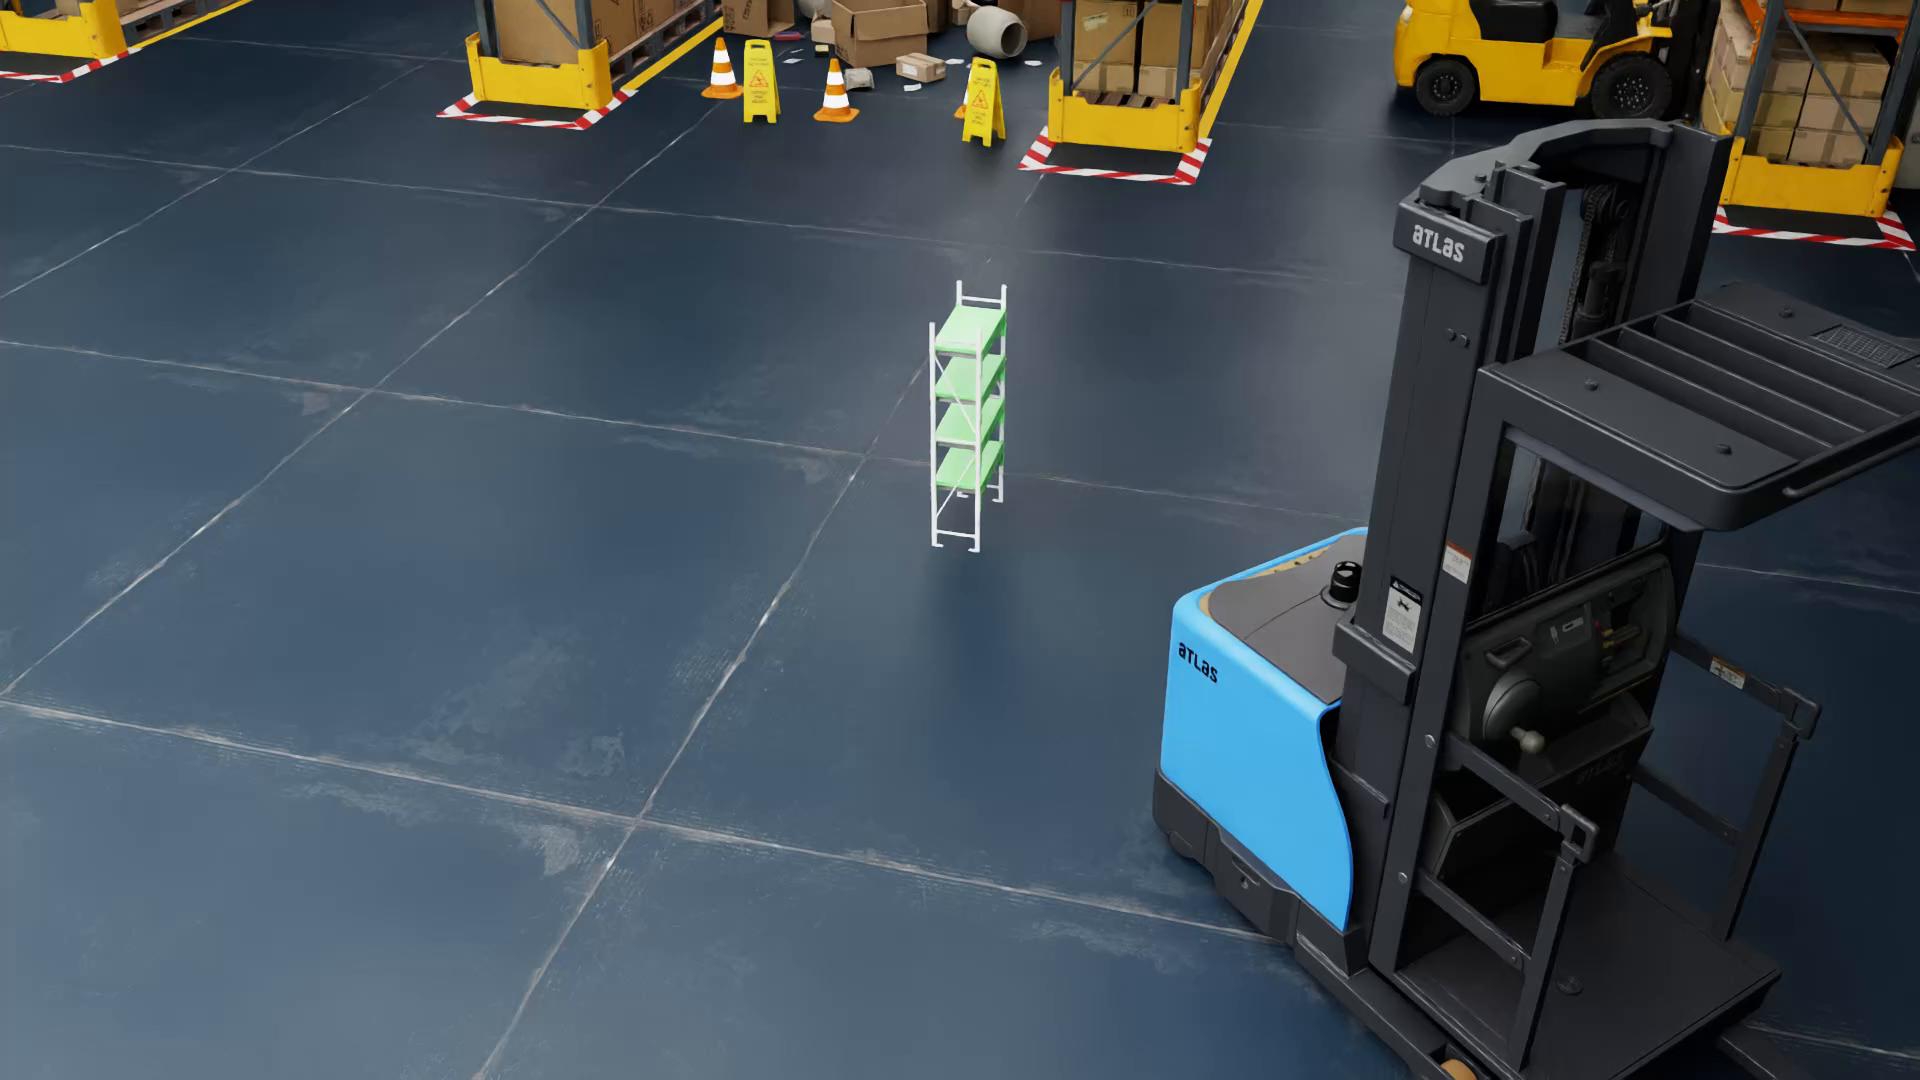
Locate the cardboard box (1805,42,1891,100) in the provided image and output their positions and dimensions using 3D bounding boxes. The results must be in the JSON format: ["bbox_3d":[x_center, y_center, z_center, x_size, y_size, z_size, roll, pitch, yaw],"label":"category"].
[{"bbox_3d":[6.384,-3.402,12.046,0.500,0.250,0.500,8,33,12],"label":"cardboard box"}]

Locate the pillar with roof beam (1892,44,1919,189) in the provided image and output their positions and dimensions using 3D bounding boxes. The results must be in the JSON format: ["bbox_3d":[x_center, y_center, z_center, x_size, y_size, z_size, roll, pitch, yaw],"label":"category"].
[{"bbox_3d":[2.963,-7.096,11.025,9.100,9.000,0.400,8,33,12],"label":"pillar with roof beam"}]

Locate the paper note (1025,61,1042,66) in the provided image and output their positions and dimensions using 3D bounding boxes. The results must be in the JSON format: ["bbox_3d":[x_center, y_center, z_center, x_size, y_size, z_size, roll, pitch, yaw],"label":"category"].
[{"bbox_3d":[0.664,-4.307,14.996,0.142,0.019,0.148,-3,33,-4],"label":"paper note"}]

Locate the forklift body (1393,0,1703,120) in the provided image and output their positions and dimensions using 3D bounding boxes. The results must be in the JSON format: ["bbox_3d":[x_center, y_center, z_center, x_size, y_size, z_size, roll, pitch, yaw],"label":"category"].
[{"bbox_3d":[4.795,-4.614,13.503,2.313,2.155,1.214,8,33,12],"label":"forklift body"}]

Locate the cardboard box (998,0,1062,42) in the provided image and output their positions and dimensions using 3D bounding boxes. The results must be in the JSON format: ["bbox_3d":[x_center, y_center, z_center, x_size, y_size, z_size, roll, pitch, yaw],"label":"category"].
[{"bbox_3d":[0.704,-5.065,15.749,0.500,0.500,0.500,-21,38,-29],"label":"cardboard box"}]

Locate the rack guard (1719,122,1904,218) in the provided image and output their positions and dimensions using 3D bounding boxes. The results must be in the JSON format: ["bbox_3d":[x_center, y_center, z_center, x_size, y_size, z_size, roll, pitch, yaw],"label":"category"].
[{"bbox_3d":[6.073,-2.673,11.988,1.175,0.500,0.348,8,33,12],"label":"rack guard"}]

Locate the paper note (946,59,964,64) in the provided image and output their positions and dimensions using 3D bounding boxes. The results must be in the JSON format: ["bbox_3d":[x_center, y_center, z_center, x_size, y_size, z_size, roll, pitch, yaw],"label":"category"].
[{"bbox_3d":[-0.048,-4.338,15.056,0.148,0.019,0.142,20,38,29],"label":"paper note"}]

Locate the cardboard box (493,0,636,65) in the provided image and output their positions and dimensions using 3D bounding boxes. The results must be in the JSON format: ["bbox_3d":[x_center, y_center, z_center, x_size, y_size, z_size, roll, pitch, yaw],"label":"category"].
[{"bbox_3d":[-3.429,-4.677,14.400,0.875,0.875,0.875,8,33,13],"label":"cardboard box"}]

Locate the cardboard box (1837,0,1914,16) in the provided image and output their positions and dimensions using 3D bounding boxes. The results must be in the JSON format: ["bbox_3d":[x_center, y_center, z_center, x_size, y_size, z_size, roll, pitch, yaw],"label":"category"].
[{"bbox_3d":[6.473,-4.001,11.655,0.500,0.500,0.500,9,34,14],"label":"cardboard box"}]

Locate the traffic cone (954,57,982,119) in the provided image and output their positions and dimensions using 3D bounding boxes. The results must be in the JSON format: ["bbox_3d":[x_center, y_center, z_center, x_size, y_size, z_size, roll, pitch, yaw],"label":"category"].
[{"bbox_3d":[0.138,-3.742,13.705,0.336,0.463,0.334,8,33,12],"label":"traffic cone"}]

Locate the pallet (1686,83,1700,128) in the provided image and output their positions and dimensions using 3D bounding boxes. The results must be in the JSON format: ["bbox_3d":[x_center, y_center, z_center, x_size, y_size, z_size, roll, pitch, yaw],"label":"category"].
[{"bbox_3d":[6.544,-3.597,13.711,1.003,0.211,1.213,8,33,12],"label":"pallet"}]

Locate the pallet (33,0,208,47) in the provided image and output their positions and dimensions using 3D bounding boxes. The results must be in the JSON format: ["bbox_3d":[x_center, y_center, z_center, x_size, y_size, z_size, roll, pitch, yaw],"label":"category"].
[{"bbox_3d":[-8.049,-5.043,15.985,1.003,0.211,1.213,8,33,12],"label":"pallet"}]

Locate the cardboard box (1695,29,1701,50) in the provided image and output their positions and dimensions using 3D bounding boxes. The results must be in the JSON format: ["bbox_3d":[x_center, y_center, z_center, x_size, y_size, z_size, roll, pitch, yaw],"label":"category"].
[{"bbox_3d":[6.279,-4.052,13.533,0.500,0.250,0.500,8,33,12],"label":"cardboard box"}]

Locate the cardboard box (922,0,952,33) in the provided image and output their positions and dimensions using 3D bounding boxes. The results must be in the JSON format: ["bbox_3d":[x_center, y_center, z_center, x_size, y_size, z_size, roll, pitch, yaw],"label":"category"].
[{"bbox_3d":[-0.497,-5.160,15.772,0.797,0.637,0.503,8,33,12],"label":"cardboard box"}]

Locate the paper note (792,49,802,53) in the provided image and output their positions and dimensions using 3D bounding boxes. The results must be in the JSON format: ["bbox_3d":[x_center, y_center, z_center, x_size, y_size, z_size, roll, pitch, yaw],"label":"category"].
[{"bbox_3d":[-1.503,-4.509,15.333,0.032,0.001,0.123,28,42,36],"label":"paper note"}]

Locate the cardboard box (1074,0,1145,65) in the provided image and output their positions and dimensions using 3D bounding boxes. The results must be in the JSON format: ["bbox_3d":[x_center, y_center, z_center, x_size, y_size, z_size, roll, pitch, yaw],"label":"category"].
[{"bbox_3d":[1.228,-4.198,13.531,0.500,0.500,0.500,8,33,13],"label":"cardboard box"}]

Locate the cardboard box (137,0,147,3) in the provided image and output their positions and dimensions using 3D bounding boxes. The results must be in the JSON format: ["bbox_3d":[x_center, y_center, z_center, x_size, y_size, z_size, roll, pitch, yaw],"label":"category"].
[{"bbox_3d":[-8.016,-5.522,16.079,0.500,0.500,0.500,17,36,25],"label":"cardboard box"}]

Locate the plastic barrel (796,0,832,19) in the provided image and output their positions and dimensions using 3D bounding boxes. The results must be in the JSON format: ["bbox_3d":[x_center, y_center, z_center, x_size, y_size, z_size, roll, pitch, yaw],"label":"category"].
[{"bbox_3d":[-1.326,-5.226,16.077,0.421,0.421,0.512,-21,38,-29],"label":"plastic barrel"}]

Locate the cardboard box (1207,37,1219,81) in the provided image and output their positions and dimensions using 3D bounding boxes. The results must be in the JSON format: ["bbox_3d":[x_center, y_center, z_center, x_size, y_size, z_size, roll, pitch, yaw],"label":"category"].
[{"bbox_3d":[1.886,-4.076,14.036,0.500,0.250,0.500,9,34,14],"label":"cardboard box"}]

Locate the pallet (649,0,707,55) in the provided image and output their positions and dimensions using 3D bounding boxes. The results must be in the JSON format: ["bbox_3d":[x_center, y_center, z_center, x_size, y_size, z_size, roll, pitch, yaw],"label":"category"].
[{"bbox_3d":[-3.098,-4.915,15.785,1.003,0.211,1.213,8,33,12],"label":"pallet"}]

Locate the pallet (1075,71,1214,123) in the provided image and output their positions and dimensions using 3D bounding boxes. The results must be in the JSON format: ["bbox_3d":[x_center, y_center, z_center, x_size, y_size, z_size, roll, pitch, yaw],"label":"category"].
[{"bbox_3d":[1.536,-3.693,13.863,1.003,0.211,1.213,8,33,12],"label":"pallet"}]

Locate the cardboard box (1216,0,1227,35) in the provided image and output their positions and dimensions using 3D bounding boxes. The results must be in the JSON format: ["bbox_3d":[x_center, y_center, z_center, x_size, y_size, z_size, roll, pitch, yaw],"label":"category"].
[{"bbox_3d":[2.018,-4.672,14.275,0.500,0.500,0.500,9,33,13],"label":"cardboard box"}]

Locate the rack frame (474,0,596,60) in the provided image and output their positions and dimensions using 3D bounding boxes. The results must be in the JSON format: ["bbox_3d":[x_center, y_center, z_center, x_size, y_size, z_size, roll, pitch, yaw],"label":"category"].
[{"bbox_3d":[-3.537,-5.035,13.375,1.000,3.000,0.127,8,33,12],"label":"rack frame"}]

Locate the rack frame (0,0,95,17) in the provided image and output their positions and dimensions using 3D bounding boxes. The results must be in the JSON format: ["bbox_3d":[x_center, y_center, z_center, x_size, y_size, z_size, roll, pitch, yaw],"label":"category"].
[{"bbox_3d":[-8.309,-5.763,14.520,1.000,3.000,0.127,8,33,12],"label":"rack frame"}]

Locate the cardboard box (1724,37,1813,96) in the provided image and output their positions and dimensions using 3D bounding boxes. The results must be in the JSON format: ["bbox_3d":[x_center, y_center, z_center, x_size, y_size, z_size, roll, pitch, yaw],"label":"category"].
[{"bbox_3d":[5.894,-3.460,12.137,0.500,0.250,0.500,9,34,14],"label":"cardboard box"}]

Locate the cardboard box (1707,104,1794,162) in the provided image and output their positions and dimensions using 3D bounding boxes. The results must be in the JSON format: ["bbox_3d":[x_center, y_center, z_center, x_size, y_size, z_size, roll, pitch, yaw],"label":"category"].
[{"bbox_3d":[5.892,-3.044,12.413,0.500,0.250,0.500,8,33,13],"label":"cardboard box"}]

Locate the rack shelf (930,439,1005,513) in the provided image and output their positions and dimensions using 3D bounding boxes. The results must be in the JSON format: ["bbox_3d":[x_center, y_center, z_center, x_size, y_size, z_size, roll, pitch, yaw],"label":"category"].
[{"bbox_3d":[0.042,-0.336,8.226,0.258,0.148,0.480,8,33,12],"label":"rack shelf"}]

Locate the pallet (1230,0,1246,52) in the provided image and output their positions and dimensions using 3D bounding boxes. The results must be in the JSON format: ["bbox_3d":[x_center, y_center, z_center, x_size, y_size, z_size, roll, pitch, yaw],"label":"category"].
[{"bbox_3d":[2.155,-4.960,15.855,1.003,0.211,1.213,8,33,12],"label":"pallet"}]

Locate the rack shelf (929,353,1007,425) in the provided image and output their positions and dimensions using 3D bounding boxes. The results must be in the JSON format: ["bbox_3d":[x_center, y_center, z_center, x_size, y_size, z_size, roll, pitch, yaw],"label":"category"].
[{"bbox_3d":[0.042,-0.741,7.969,0.258,0.148,0.480,8,33,12],"label":"rack shelf"}]

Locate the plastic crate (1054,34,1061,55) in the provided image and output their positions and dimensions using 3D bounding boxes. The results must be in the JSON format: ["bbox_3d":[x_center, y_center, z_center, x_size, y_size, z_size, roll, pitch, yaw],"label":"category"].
[{"bbox_3d":[1.100,-4.554,15.340,0.402,0.080,0.583,-3,33,-4],"label":"plastic crate"}]

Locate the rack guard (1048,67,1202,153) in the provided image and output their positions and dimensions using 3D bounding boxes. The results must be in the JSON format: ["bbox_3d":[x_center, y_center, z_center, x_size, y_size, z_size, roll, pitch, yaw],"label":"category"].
[{"bbox_3d":[1.296,-3.398,13.130,1.175,0.500,0.348,8,33,12],"label":"rack guard"}]

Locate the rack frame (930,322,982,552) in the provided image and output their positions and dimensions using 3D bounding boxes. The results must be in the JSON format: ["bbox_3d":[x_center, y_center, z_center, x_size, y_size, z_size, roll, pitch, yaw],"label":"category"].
[{"bbox_3d":[-0.020,-0.466,7.864,0.240,1.200,0.015,8,33,12],"label":"rack frame"}]

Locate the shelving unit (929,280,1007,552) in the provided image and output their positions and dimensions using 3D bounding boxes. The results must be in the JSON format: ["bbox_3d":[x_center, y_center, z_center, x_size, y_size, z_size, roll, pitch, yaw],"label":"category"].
[{"bbox_3d":[0.042,-0.592,8.063,0.258,1.200,0.503,8,33,12],"label":"shelving unit"}]

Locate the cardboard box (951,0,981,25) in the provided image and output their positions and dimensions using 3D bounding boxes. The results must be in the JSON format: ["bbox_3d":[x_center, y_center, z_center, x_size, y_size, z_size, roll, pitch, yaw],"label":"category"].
[{"bbox_3d":[0.009,-5.205,16.190,0.258,0.266,0.396,-14,35,-21],"label":"cardboard box"}]

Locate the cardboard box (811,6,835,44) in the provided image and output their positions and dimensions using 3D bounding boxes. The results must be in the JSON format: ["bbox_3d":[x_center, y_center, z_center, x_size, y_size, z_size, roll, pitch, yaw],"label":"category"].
[{"bbox_3d":[-1.177,-4.815,15.576,0.396,0.266,0.258,14,35,21],"label":"cardboard box"}]

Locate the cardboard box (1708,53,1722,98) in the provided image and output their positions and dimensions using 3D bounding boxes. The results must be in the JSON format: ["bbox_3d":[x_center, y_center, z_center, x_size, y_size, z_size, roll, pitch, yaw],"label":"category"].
[{"bbox_3d":[6.038,-3.522,12.699,0.500,0.250,0.500,8,33,12],"label":"cardboard box"}]

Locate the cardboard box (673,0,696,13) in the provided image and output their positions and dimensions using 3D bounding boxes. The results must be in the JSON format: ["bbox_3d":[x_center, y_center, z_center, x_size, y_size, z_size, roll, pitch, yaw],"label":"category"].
[{"bbox_3d":[-2.974,-5.607,15.862,0.875,0.875,0.875,8,33,13],"label":"cardboard box"}]

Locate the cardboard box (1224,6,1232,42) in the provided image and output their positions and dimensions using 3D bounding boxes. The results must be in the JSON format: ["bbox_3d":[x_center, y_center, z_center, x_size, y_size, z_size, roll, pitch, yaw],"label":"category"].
[{"bbox_3d":[2.143,-4.622,14.896,0.500,0.250,0.500,9,33,13],"label":"cardboard box"}]

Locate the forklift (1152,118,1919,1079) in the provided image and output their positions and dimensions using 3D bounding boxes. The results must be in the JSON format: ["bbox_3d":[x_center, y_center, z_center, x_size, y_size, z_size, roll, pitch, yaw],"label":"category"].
[{"bbox_3d":[1.963,0.402,4.886,1.130,2.935,3.031,-19,37,-27],"label":"forklift"}]

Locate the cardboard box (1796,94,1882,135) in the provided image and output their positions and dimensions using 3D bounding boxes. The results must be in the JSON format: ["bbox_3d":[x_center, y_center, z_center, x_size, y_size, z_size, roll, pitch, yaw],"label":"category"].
[{"bbox_3d":[6.399,-3.184,12.167,0.500,0.250,0.500,9,33,13],"label":"cardboard box"}]

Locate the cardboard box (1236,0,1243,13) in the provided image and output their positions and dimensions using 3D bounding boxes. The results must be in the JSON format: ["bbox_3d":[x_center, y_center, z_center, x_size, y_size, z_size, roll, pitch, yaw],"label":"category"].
[{"bbox_3d":[2.402,-5.163,15.747,0.500,0.250,0.500,10,34,15],"label":"cardboard box"}]

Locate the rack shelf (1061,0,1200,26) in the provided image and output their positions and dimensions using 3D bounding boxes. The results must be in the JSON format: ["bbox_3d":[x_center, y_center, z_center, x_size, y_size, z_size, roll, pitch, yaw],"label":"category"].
[{"bbox_3d":[1.784,-5.148,14.223,1.077,0.370,4.000,8,33,12],"label":"rack shelf"}]

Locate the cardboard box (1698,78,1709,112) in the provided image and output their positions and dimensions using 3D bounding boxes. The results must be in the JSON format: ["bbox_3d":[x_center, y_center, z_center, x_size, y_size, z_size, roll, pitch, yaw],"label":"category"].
[{"bbox_3d":[6.163,-3.559,13.224,0.500,0.250,0.500,8,33,13],"label":"cardboard box"}]

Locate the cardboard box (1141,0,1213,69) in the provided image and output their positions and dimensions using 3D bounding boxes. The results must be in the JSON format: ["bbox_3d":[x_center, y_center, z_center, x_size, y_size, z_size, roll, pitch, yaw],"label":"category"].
[{"bbox_3d":[1.754,-4.141,13.440,0.500,0.500,0.500,7,33,11],"label":"cardboard box"}]

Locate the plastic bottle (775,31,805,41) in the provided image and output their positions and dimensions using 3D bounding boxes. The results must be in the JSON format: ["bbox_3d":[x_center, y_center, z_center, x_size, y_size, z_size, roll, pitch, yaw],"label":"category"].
[{"bbox_3d":[-1.602,-4.743,15.654,0.283,0.061,0.133,-3,33,-4],"label":"plastic bottle"}]

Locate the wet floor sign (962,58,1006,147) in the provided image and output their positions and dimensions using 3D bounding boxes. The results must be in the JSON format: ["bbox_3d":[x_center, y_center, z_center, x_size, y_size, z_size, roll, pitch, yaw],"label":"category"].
[{"bbox_3d":[0.193,-3.467,13.103,0.267,0.644,0.232,20,38,29],"label":"wet floor sign"}]

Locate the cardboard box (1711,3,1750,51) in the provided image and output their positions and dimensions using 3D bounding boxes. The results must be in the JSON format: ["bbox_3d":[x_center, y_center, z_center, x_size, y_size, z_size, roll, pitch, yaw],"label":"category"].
[{"bbox_3d":[6.136,-3.989,12.969,0.500,0.250,0.500,8,33,13],"label":"cardboard box"}]
